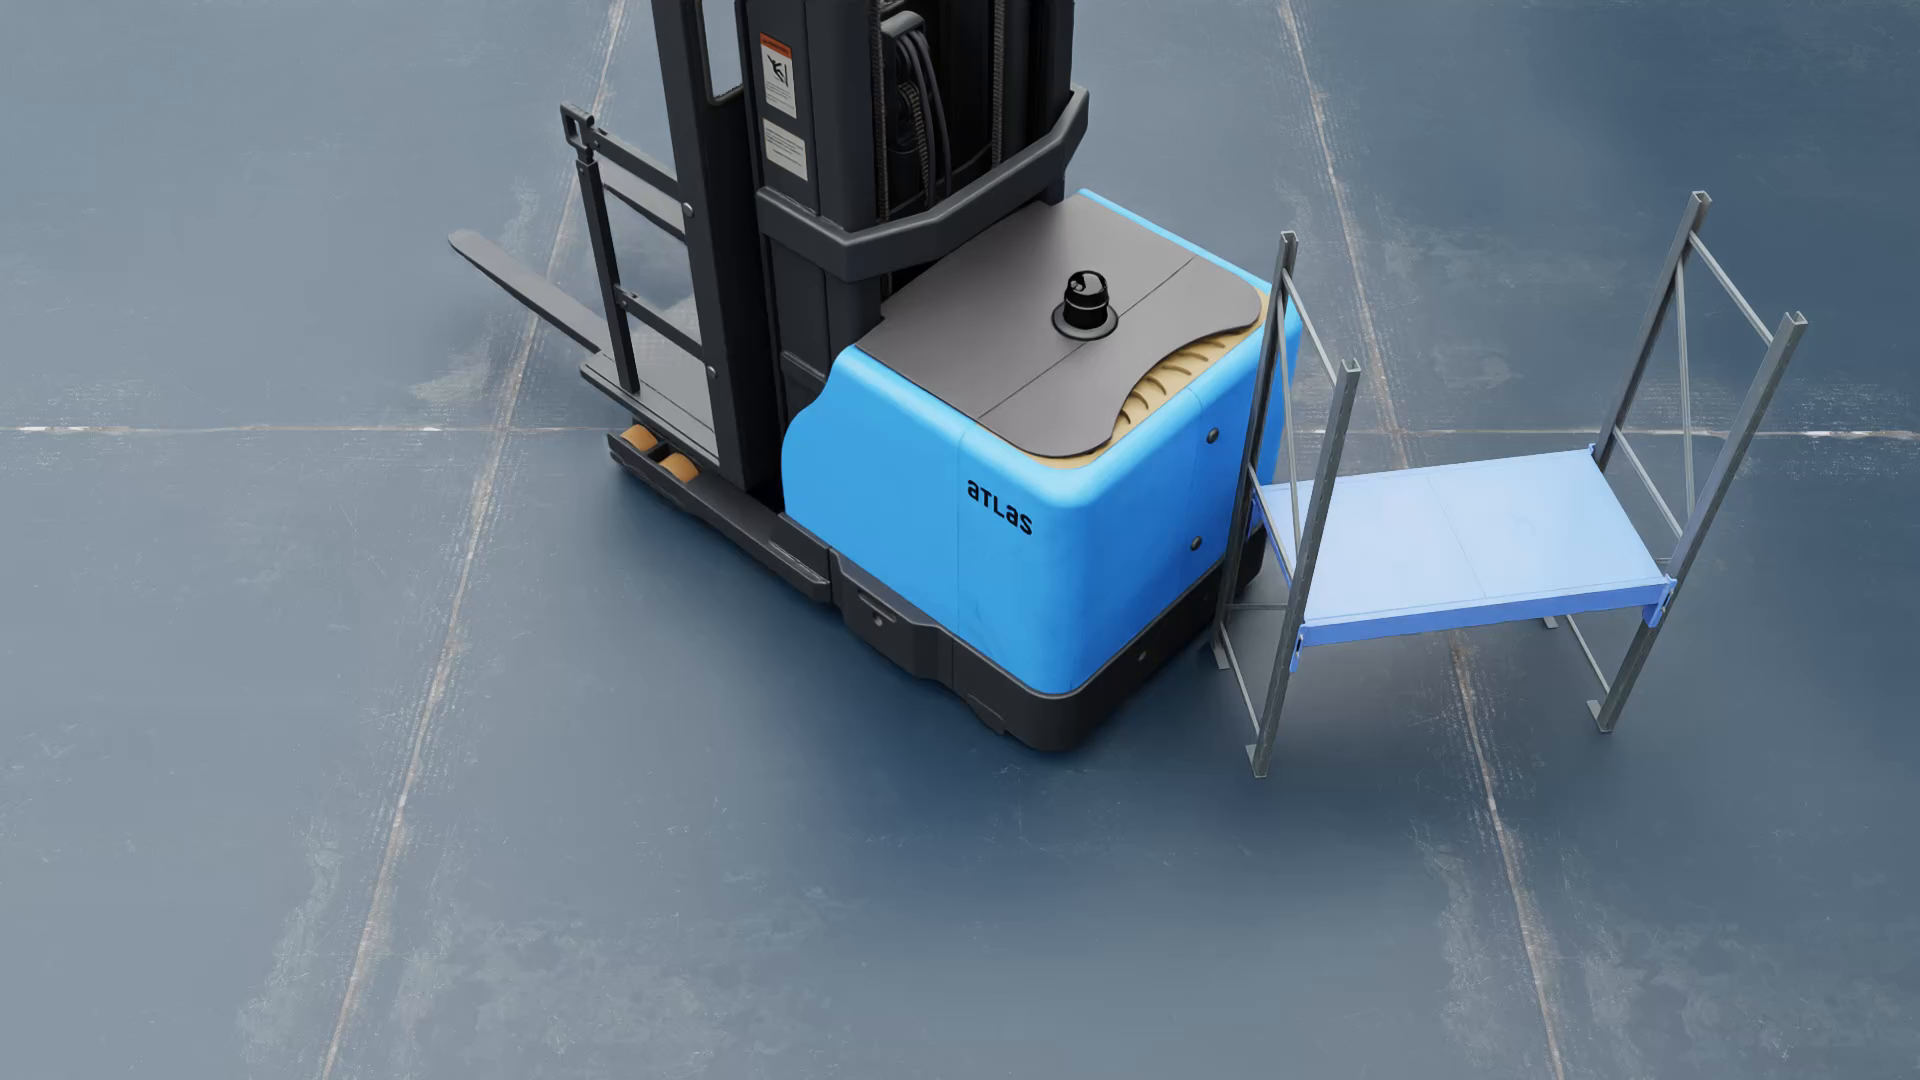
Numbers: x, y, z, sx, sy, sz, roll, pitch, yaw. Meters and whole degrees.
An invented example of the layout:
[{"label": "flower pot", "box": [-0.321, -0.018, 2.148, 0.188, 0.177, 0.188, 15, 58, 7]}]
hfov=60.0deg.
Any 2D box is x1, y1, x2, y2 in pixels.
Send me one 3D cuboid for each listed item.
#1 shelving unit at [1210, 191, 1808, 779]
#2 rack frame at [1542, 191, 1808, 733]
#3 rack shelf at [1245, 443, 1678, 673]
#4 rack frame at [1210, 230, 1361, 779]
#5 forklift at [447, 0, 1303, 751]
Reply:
[{"label": "shelving unit", "box": [1.302, -0.085, 4.305, 1.048, 1.500, 0.538, -7, 47, -6]}, {"label": "rack frame", "box": [1.804, -0.143, 4.358, 0.032, 1.500, 0.500, -7, 47, -6]}, {"label": "rack shelf", "box": [1.302, 0.037, 4.436, 1.000, 0.185, 0.538, -7, 47, -6]}, {"label": "rack frame", "box": [0.800, -0.028, 4.251, 0.032, 1.500, 0.500, -7, 47, -6]}, {"label": "forklift", "box": [-0.500, -1.364, 4.517, 3.031, 2.935, 1.130, 34, 56, 27]}]
